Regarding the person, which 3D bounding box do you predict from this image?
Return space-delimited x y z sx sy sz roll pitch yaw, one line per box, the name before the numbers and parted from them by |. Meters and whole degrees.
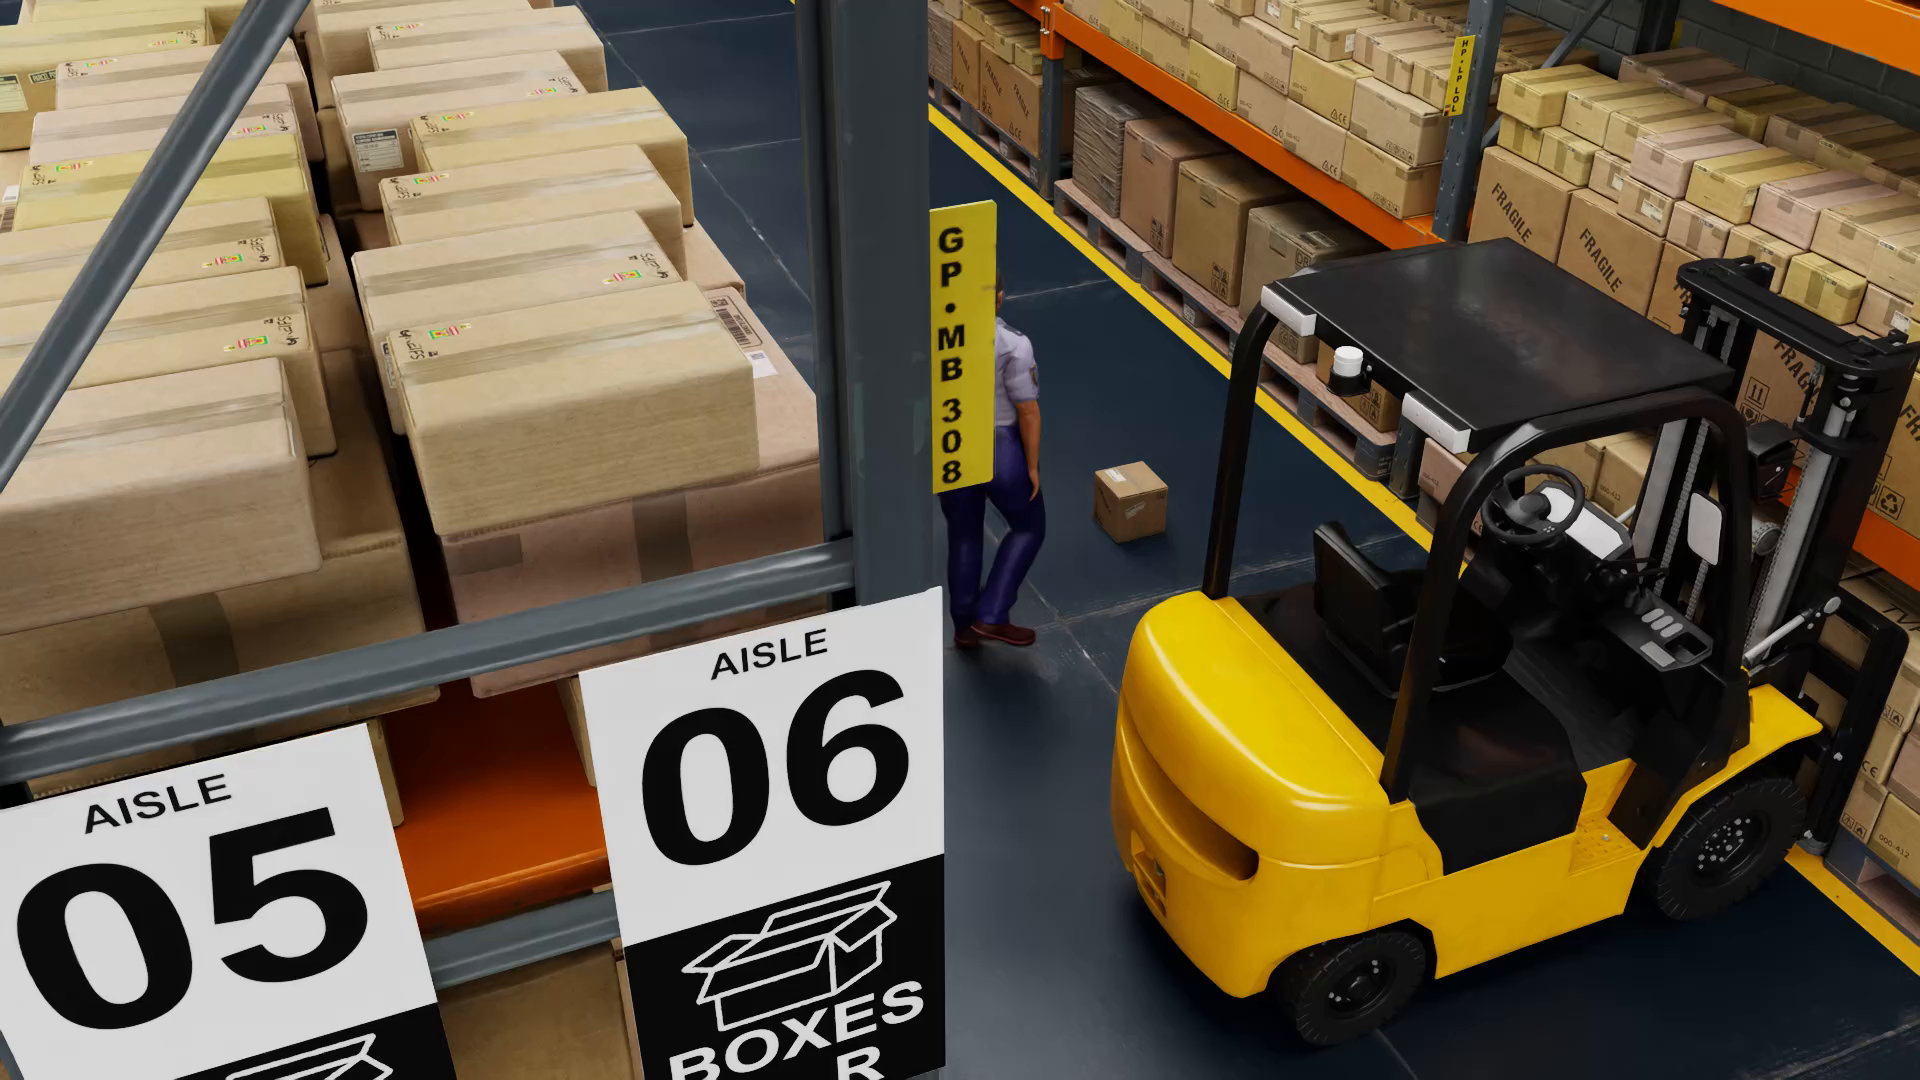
person | 0.085 -0.295 6.581 0.522 1.644 0.477 11 35 16
